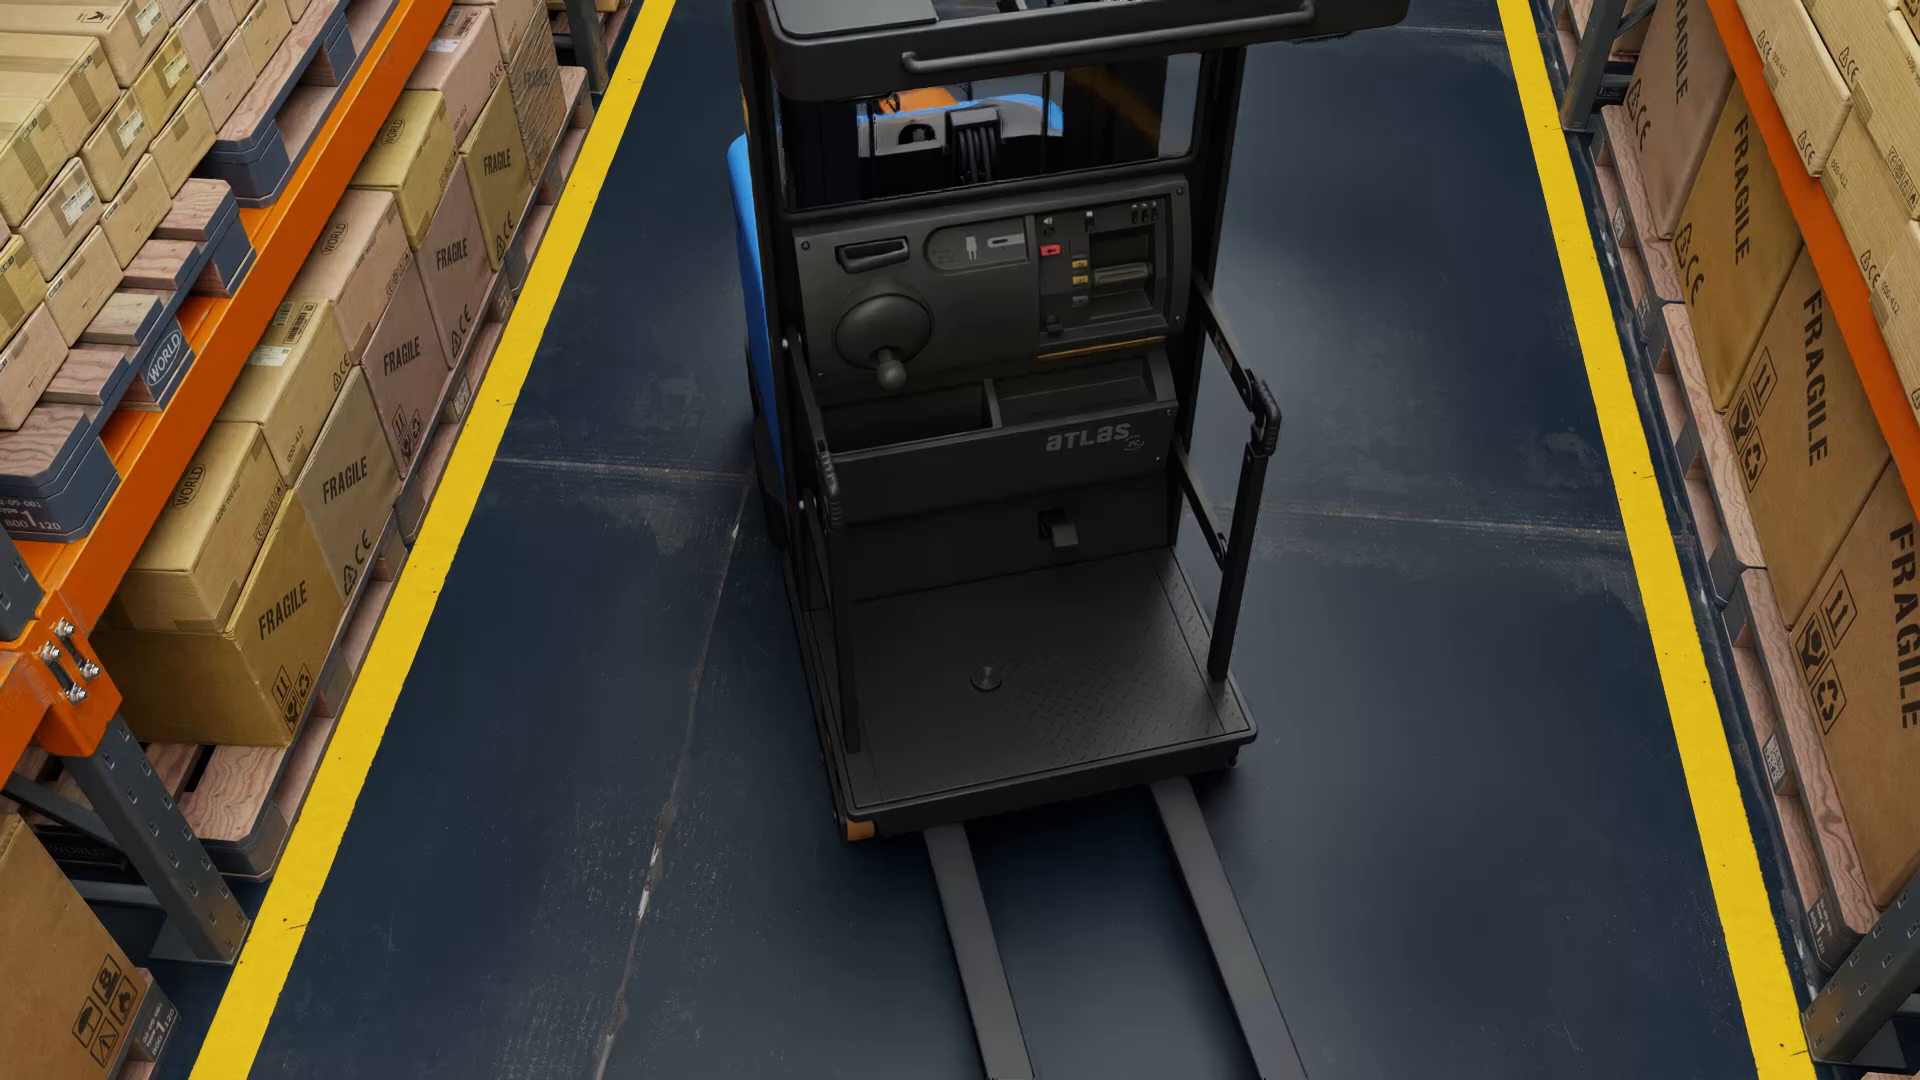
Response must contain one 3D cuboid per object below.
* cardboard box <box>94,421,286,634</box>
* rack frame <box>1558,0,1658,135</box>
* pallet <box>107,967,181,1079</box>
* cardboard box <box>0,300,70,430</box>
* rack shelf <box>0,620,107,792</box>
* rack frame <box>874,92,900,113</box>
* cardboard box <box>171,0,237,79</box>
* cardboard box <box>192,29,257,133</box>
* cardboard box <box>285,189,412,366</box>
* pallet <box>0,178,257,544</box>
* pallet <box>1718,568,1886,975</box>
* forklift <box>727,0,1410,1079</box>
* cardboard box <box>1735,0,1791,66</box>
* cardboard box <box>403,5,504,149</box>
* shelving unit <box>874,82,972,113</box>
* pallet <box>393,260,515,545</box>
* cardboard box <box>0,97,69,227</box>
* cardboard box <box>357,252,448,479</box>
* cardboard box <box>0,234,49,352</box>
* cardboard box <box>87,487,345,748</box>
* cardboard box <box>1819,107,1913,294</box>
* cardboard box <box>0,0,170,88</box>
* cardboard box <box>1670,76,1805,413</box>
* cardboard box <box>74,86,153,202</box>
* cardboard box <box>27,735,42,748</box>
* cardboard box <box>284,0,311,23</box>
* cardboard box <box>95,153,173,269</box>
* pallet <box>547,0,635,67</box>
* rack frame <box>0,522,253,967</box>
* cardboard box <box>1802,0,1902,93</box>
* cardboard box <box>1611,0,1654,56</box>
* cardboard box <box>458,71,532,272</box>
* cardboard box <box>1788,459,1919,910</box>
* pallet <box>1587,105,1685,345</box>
[{"bbox_3d":[-2.044,-0.042,4.157,0.500,0.250,0.500,2,48,2],"label":"cardboard box"},{"bbox_3d":[2.955,-2.681,5.670,1.000,3.000,0.127,4,48,4],"label":"rack frame"},{"bbox_3d":[-2.495,1.515,3.721,1.003,0.211,1.213,4,48,4],"label":"pallet"},{"bbox_3d":[-2.106,-0.373,3.444,0.380,0.149,0.250,3,48,3],"label":"cardboard box"},{"bbox_3d":[-2.530,1.712,2.139,1.077,0.370,4.000,4,48,4],"label":"rack shelf"},{"bbox_3d":[-0.229,-1.067,5.513,0.008,1.050,0.200,-19,50,-16],"label":"rack frame"},{"bbox_3d":[-2.014,-1.264,4.057,0.380,0.149,0.250,4,48,4],"label":"cardboard box"},{"bbox_3d":[-2.013,-1.162,4.166,0.380,0.149,0.250,5,48,5],"label":"cardboard box"},{"bbox_3d":[-1.940,-0.778,4.830,0.500,0.250,0.500,4,48,4],"label":"cardboard box"},{"bbox_3d":[-2.389,-0.467,3.774,1.213,0.211,1.003,4,48,4],"label":"pallet"},{"bbox_3d":[2.738,0.625,4.535,1.003,0.211,1.213,4,48,4],"label":"pallet"},{"bbox_3d":[0.140,-0.494,3.716,1.130,2.935,3.031,-10,48,-9],"label":"forklift"},{"bbox_3d":[2.544,-1.569,4.754,0.500,0.250,0.500,4,48,3],"label":"cardboard box"},{"bbox_3d":[-1.860,-1.550,5.536,0.500,0.250,0.500,6,48,5],"label":"cardboard box"},{"bbox_3d":[-0.118,-1.104,5.547,0.252,1.050,0.215,-19,50,-16],"label":"shelving unit"},{"bbox_3d":[-2.162,-0.528,5.590,1.003,0.211,1.213,4,48,4],"label":"pallet"},{"bbox_3d":[-2.091,-0.783,3.415,0.380,0.149,0.250,3,48,2],"label":"cardboard box"},{"bbox_3d":[-1.945,-0.548,5.128,0.500,0.500,0.500,3,48,3],"label":"cardboard box"},{"bbox_3d":[-2.104,-0.499,3.358,0.380,0.149,0.250,6,48,5],"label":"cardboard box"},{"bbox_3d":[-2.030,0.199,4.445,0.500,0.500,0.500,2,48,2],"label":"cardboard box"},{"bbox_3d":[2.471,-0.826,4.074,0.500,0.250,0.500,3,48,3],"label":"cardboard box"},{"bbox_3d":[-2.040,-1.157,3.758,0.380,0.149,0.250,2,48,2],"label":"cardboard box"},{"bbox_3d":[2.904,-0.981,5.269,0.875,0.875,0.875,5,48,5],"label":"cardboard box"},{"bbox_3d":[-2.060,-0.895,3.720,0.380,0.149,0.250,3,48,2],"label":"cardboard box"},{"bbox_3d":[-2.548,0.200,4.444,0.500,0.500,0.500,4,48,3],"label":"cardboard box"},{"bbox_3d":[-1.962,-1.538,4.510,0.380,0.149,0.250,2,48,2],"label":"cardboard box"},{"bbox_3d":[-2.058,-0.768,3.805,0.380,0.149,0.250,6,48,5],"label":"cardboard box"},{"bbox_3d":[-1.958,-2.495,7.389,1.003,0.211,1.213,4,48,4],"label":"pallet"},{"bbox_3d":[-2.348,-0.001,3.218,1.000,3.000,0.127,4,48,4],"label":"rack frame"},{"bbox_3d":[2.498,-1.369,4.232,0.500,0.250,0.500,3,48,2],"label":"cardboard box"},{"bbox_3d":[3.119,-2.412,6.875,0.875,0.438,0.875,3,48,3],"label":"cardboard box"},{"bbox_3d":[-1.847,-1.300,5.816,0.500,0.500,0.500,3,48,3],"label":"cardboard box"},{"bbox_3d":[2.736,0.331,4.069,0.875,0.875,0.875,3,48,3],"label":"cardboard box"},{"bbox_3d":[2.960,-1.168,6.175,1.003,0.211,1.213,4,48,4],"label":"pallet"}]
